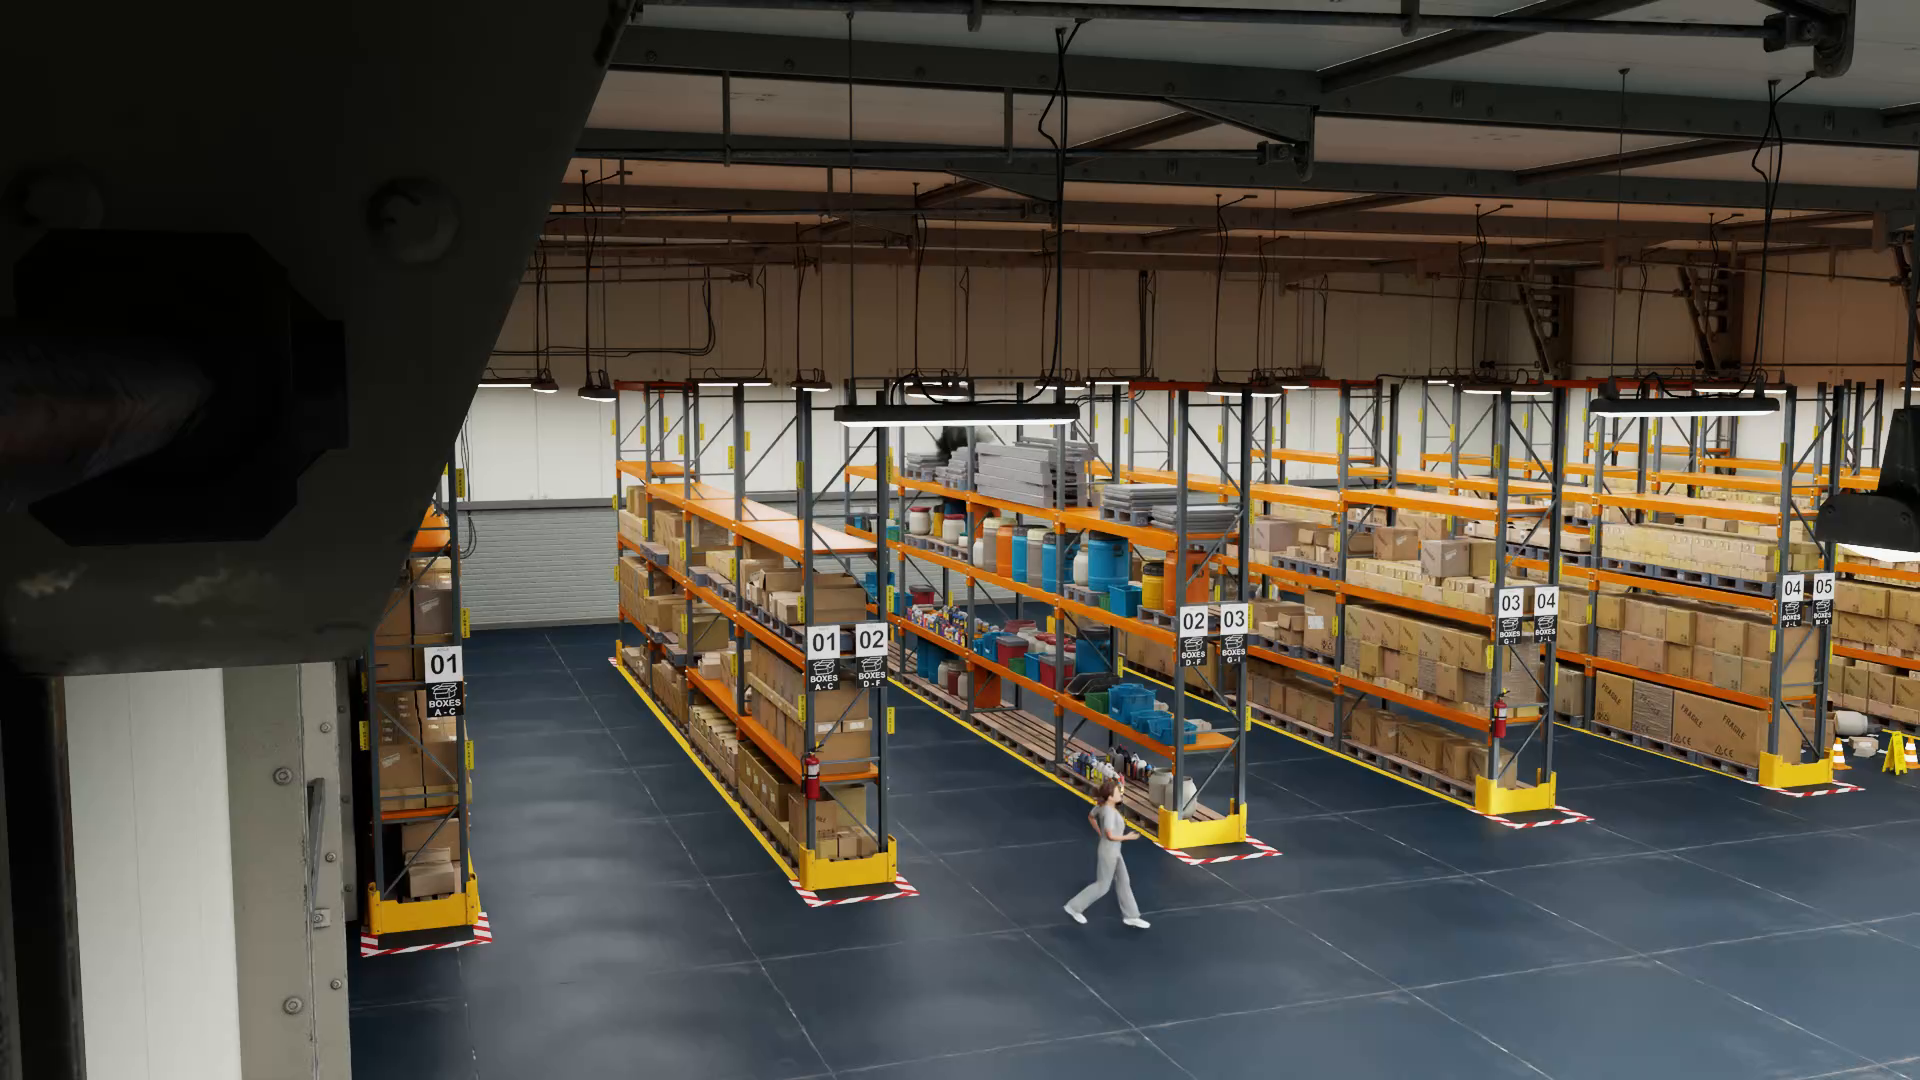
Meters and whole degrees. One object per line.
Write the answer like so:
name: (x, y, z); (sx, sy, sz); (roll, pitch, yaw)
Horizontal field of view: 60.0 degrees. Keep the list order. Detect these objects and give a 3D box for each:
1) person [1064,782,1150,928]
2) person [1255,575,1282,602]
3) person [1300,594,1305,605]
person: (1.648, 3.522, 18.551); (0.969, 1.673, 0.573); (0, 6, 4)
person: (6.801, 1.586, 36.725); (0.662, 1.771, 0.791); (-2, 6, -21)
person: (8.849, 1.095, 42.057); (0.671, 1.640, 0.582); (-2, 6, -18)
